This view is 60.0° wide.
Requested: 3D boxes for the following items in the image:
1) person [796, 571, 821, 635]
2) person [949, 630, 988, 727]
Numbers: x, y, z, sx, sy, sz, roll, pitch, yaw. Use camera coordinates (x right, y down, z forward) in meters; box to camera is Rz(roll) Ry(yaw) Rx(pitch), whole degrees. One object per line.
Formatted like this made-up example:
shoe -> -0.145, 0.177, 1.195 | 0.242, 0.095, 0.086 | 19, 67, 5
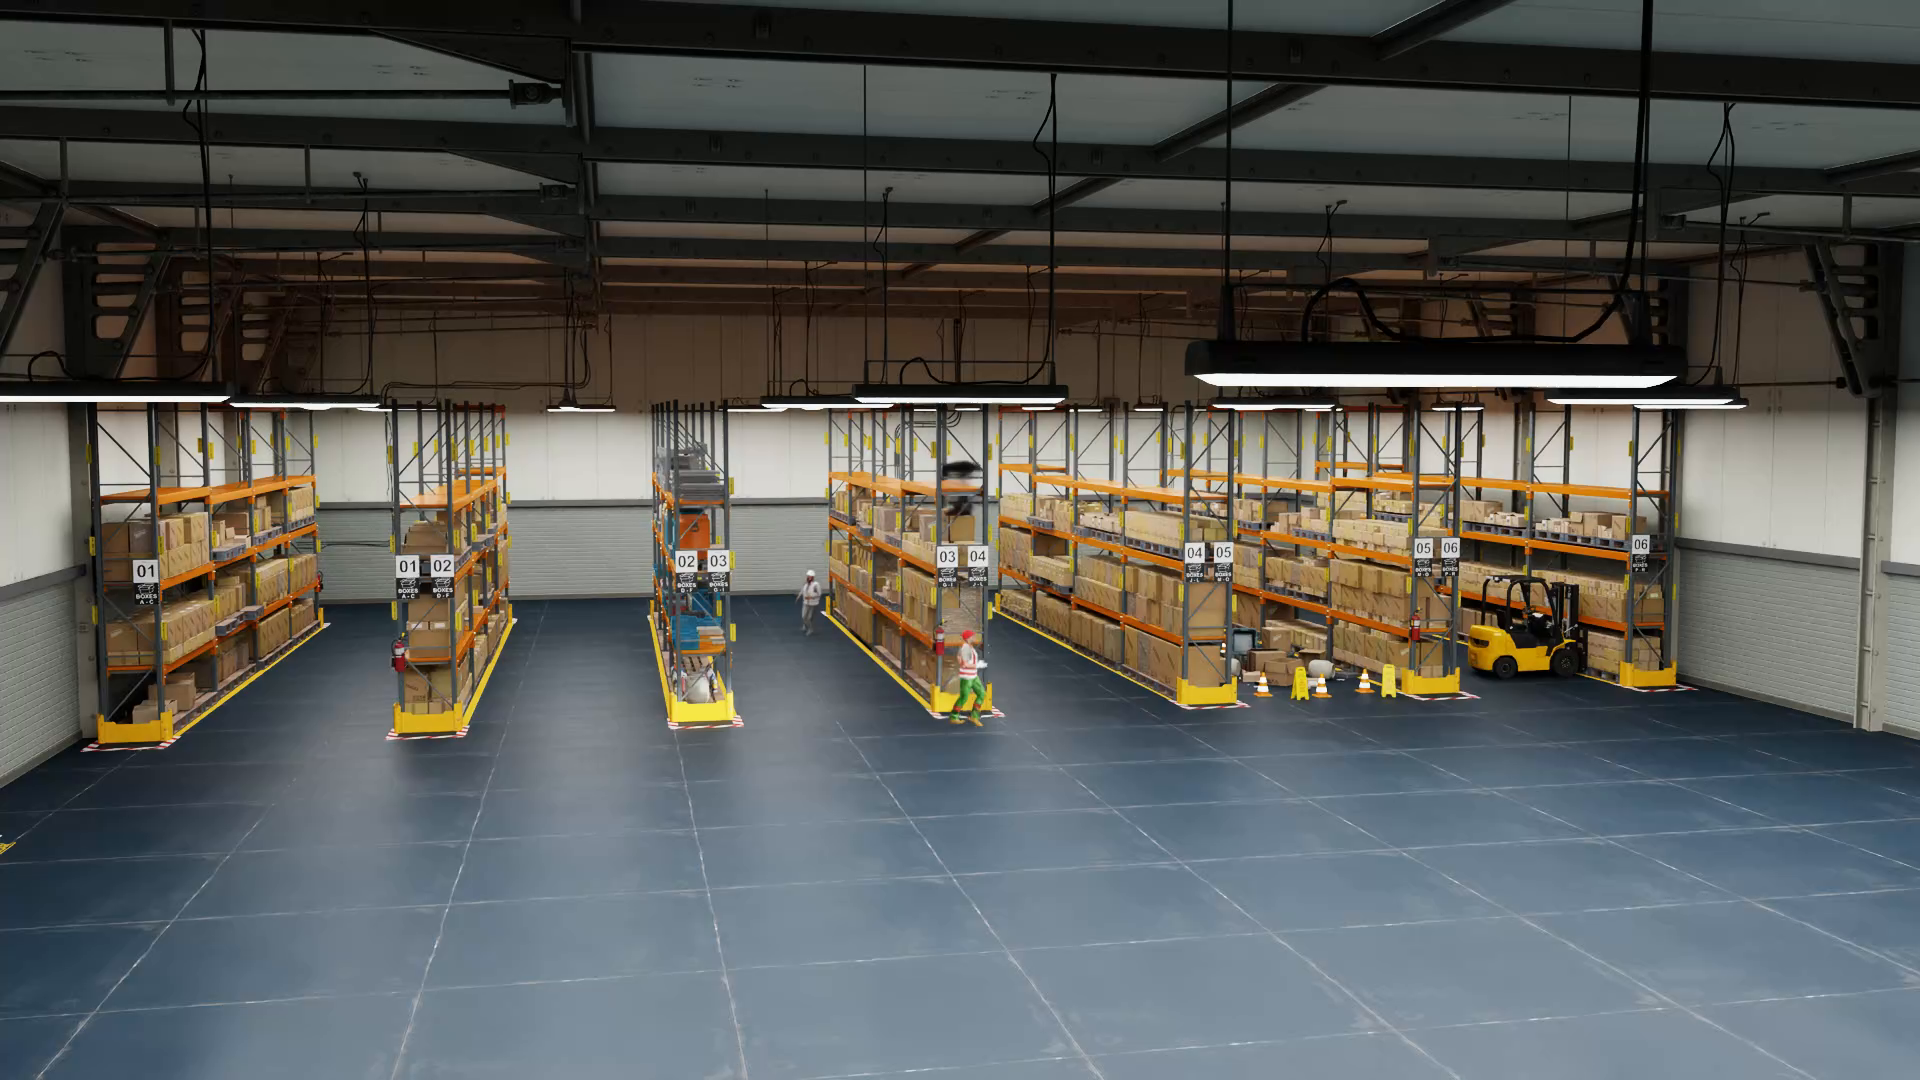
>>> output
person -> -3.916, 1.634, 43.376 | 0.764, 1.711, 0.641 | 1, 5, 17
person -> 0.159, 2.545, 30.381 | 0.755, 1.827, 0.624 | 1, 5, 19
